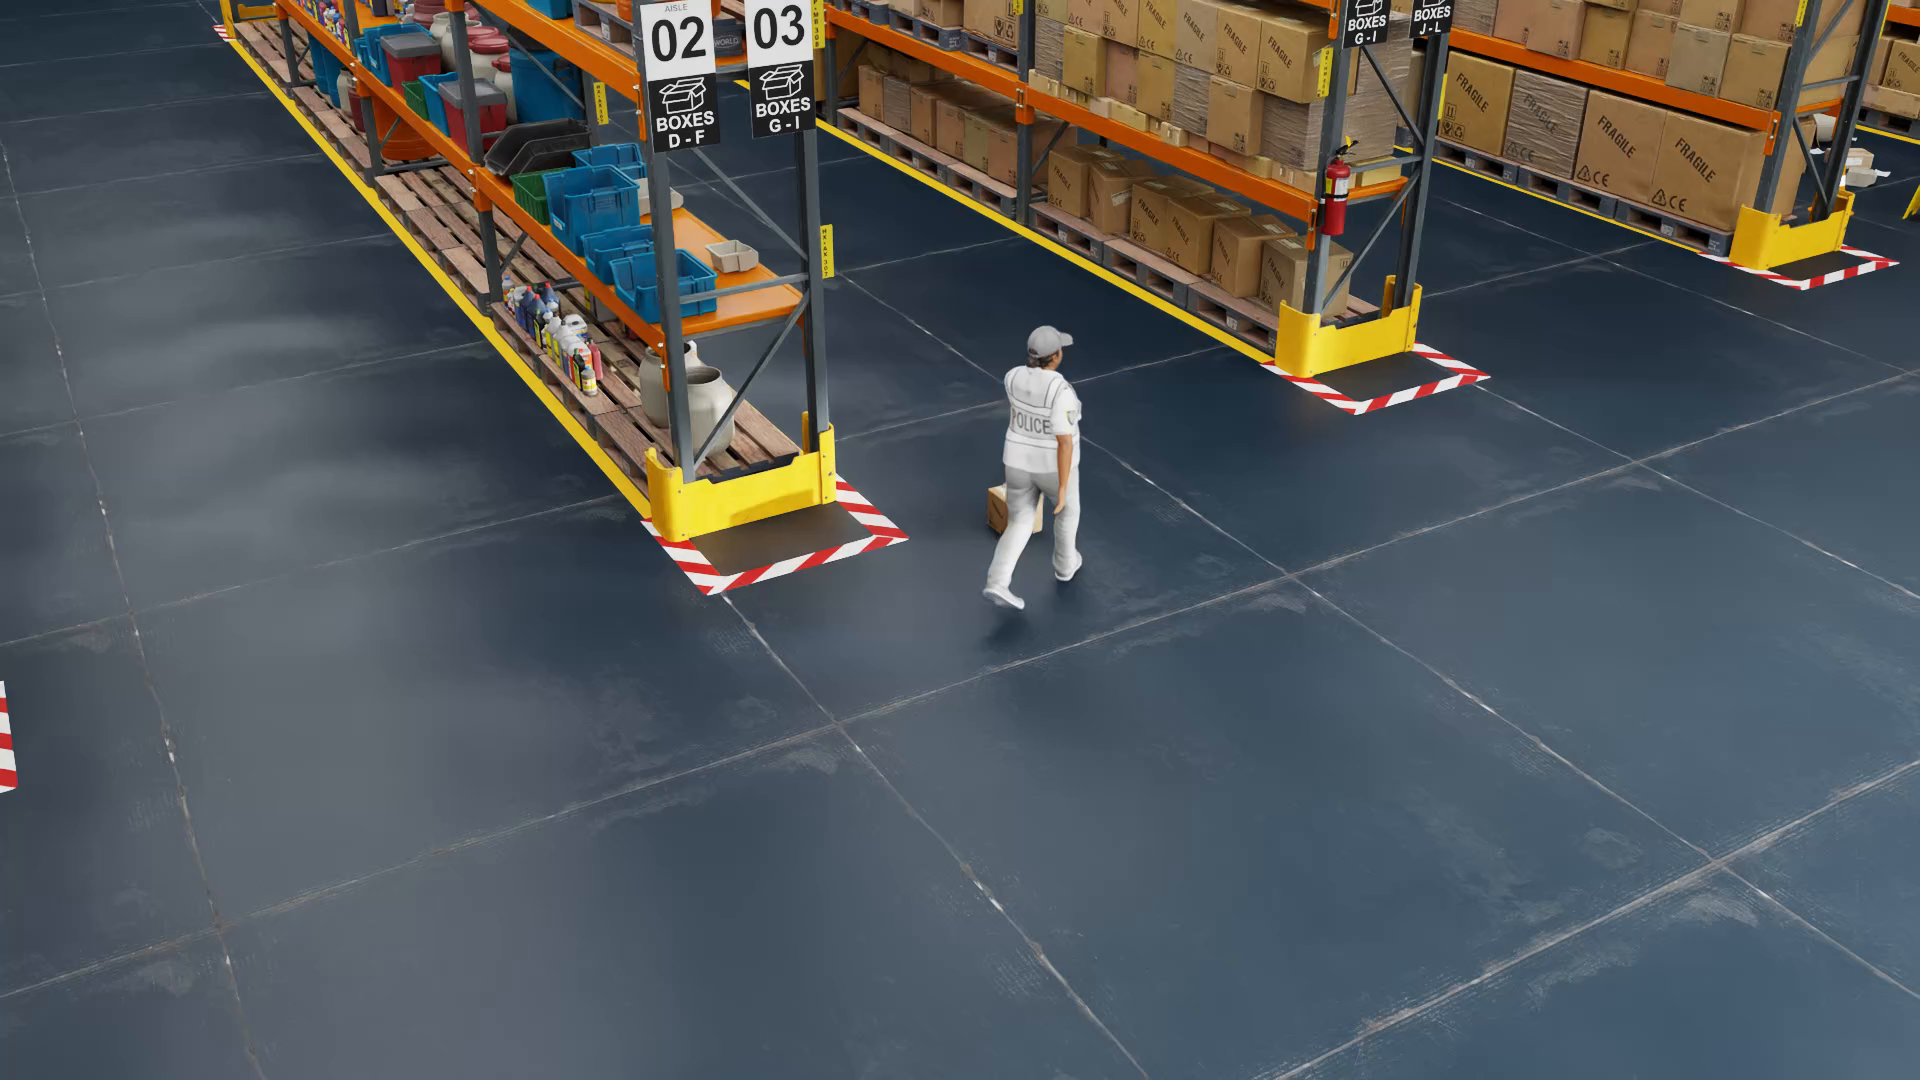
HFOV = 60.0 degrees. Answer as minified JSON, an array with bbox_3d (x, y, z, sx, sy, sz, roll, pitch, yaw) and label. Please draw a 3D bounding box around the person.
[{"bbox_3d":[0.449,-0.409,9.295,0.485,1.620,0.922,16,33,26],"label":"person"}]
